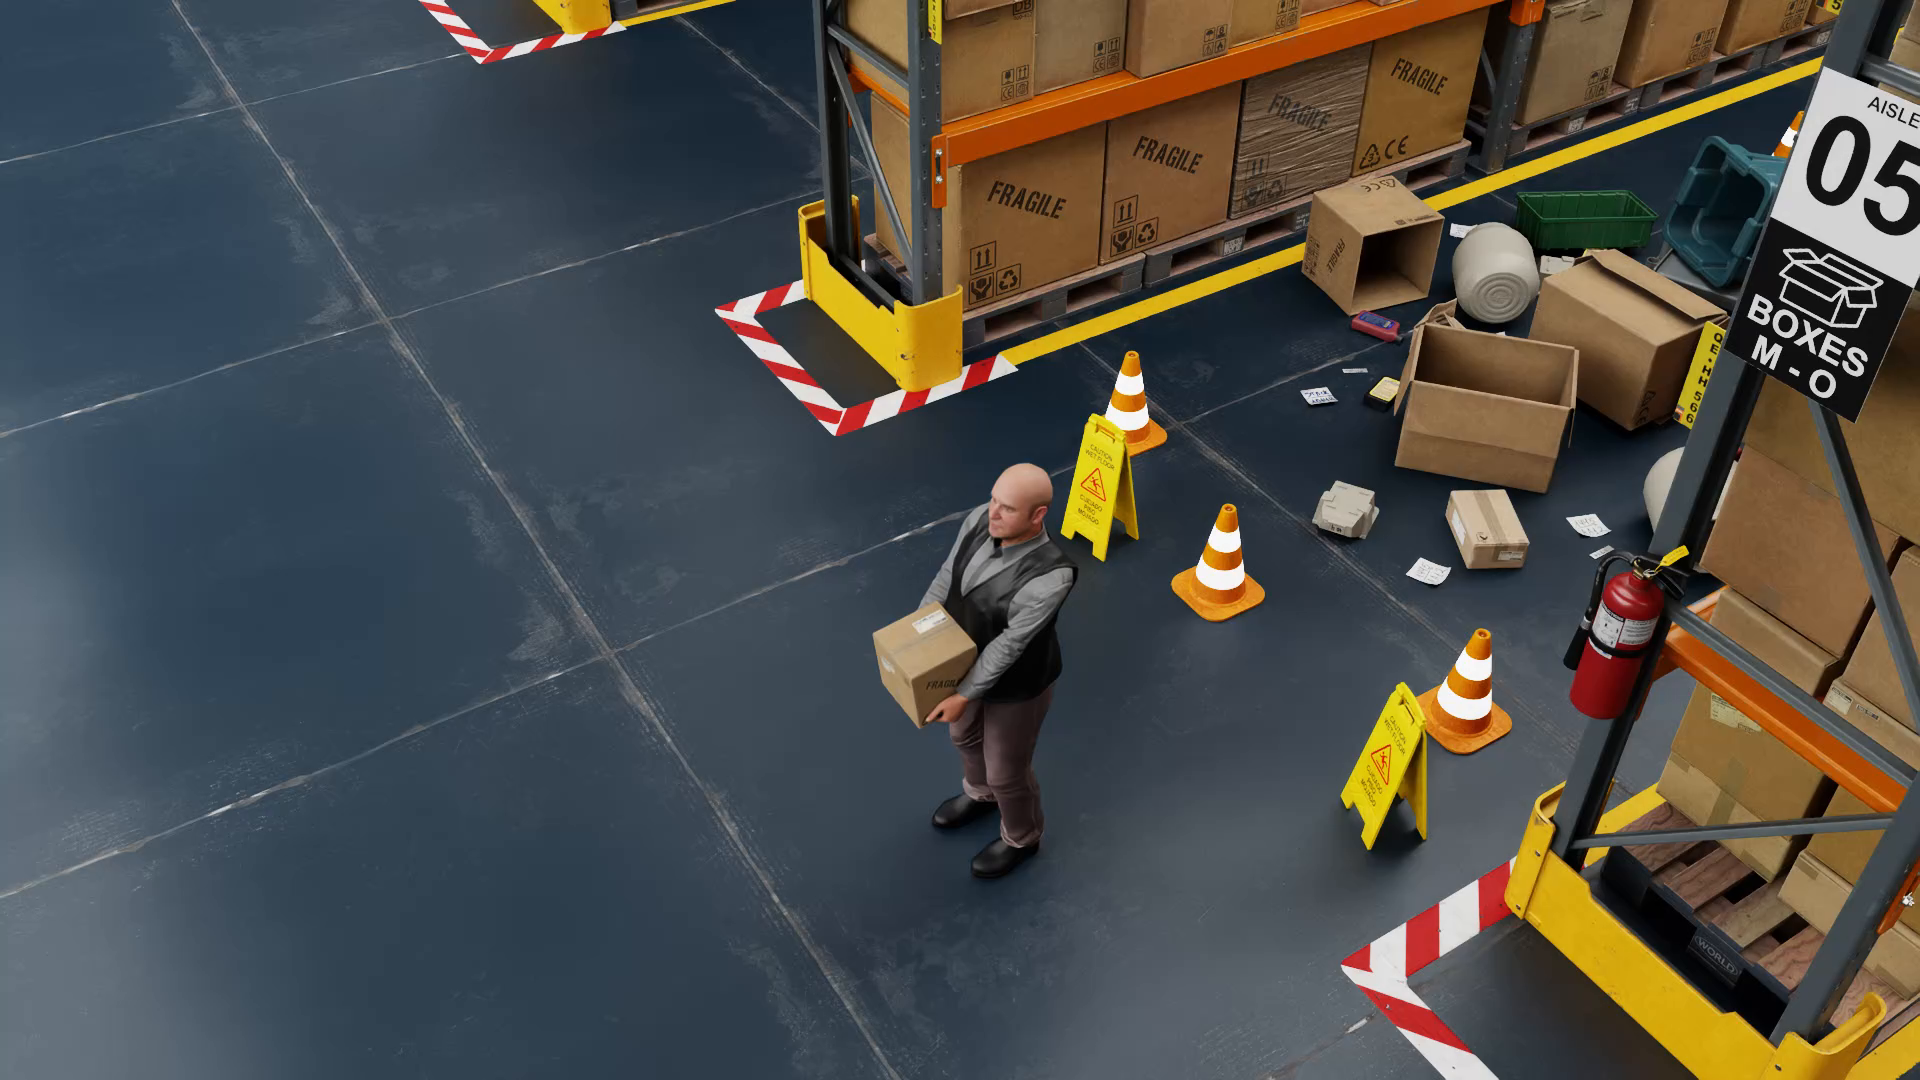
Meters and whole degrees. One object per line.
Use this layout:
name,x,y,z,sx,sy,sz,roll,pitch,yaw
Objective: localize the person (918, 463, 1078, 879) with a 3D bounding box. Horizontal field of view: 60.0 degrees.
person,0.066,0.480,5.621,0.549,1.712,0.494,-22,45,-23
